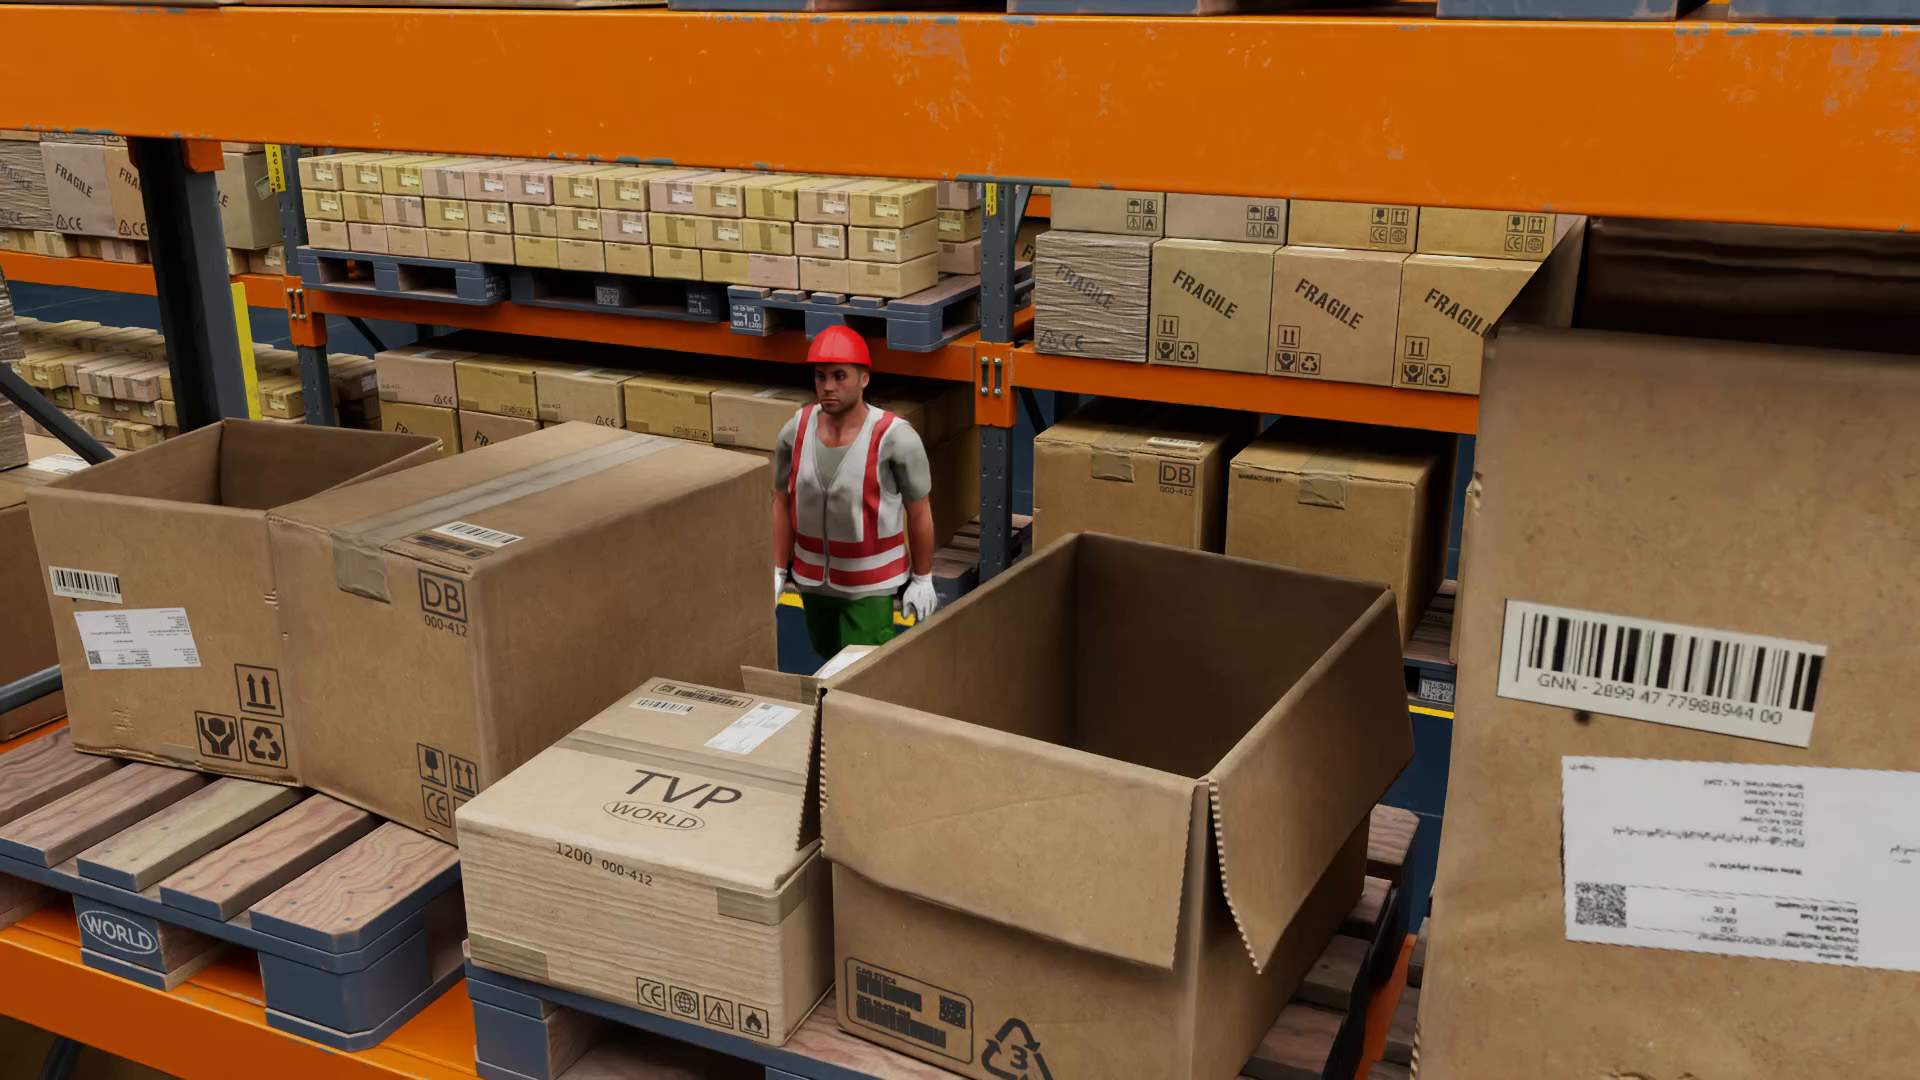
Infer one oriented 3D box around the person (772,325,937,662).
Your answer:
[{"bbox_3d":[-0.409,0.157,5.547,0.527,1.747,0.989,10,21,26],"label":"person"}]
